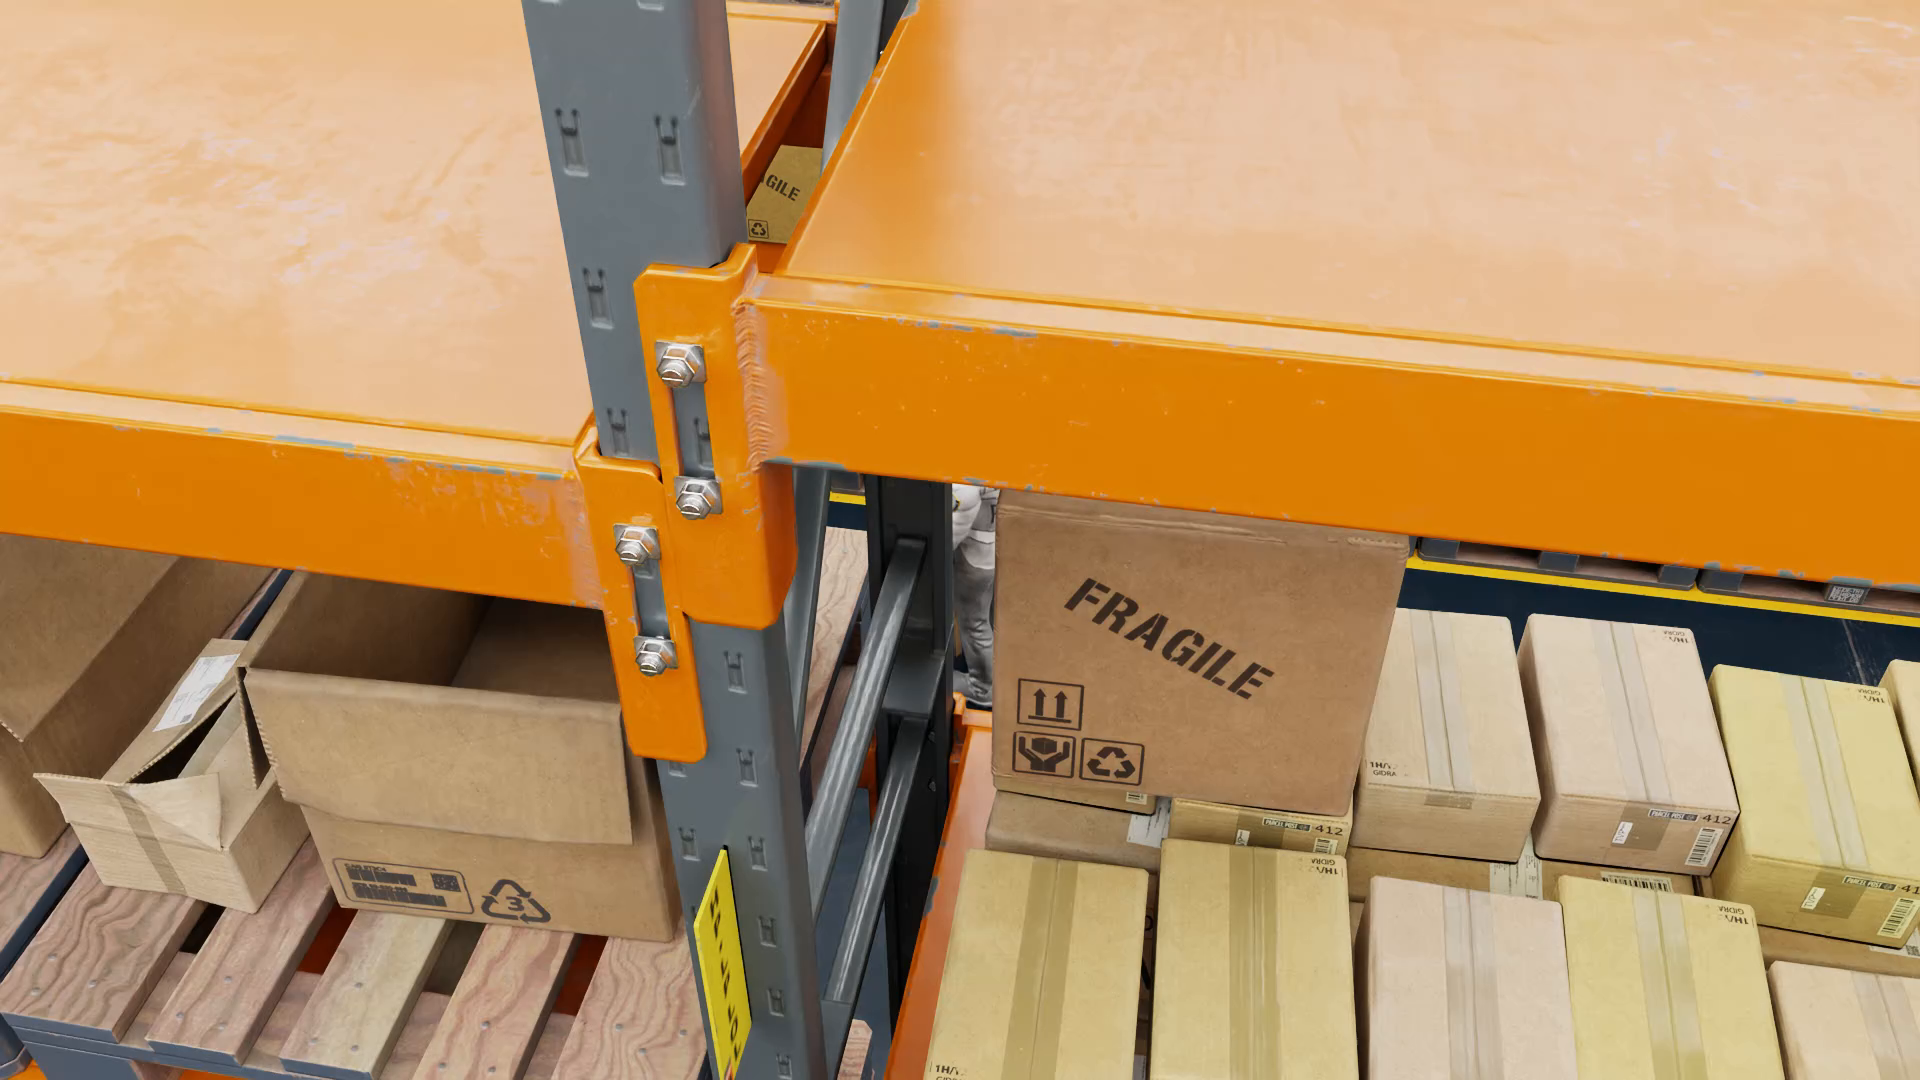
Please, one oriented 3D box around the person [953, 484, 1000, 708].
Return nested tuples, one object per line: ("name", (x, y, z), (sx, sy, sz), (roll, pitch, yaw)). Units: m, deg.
("person", (0.057, -0.018, 6.367), (0.539, 1.696, 0.568), (31, 50, 31))
